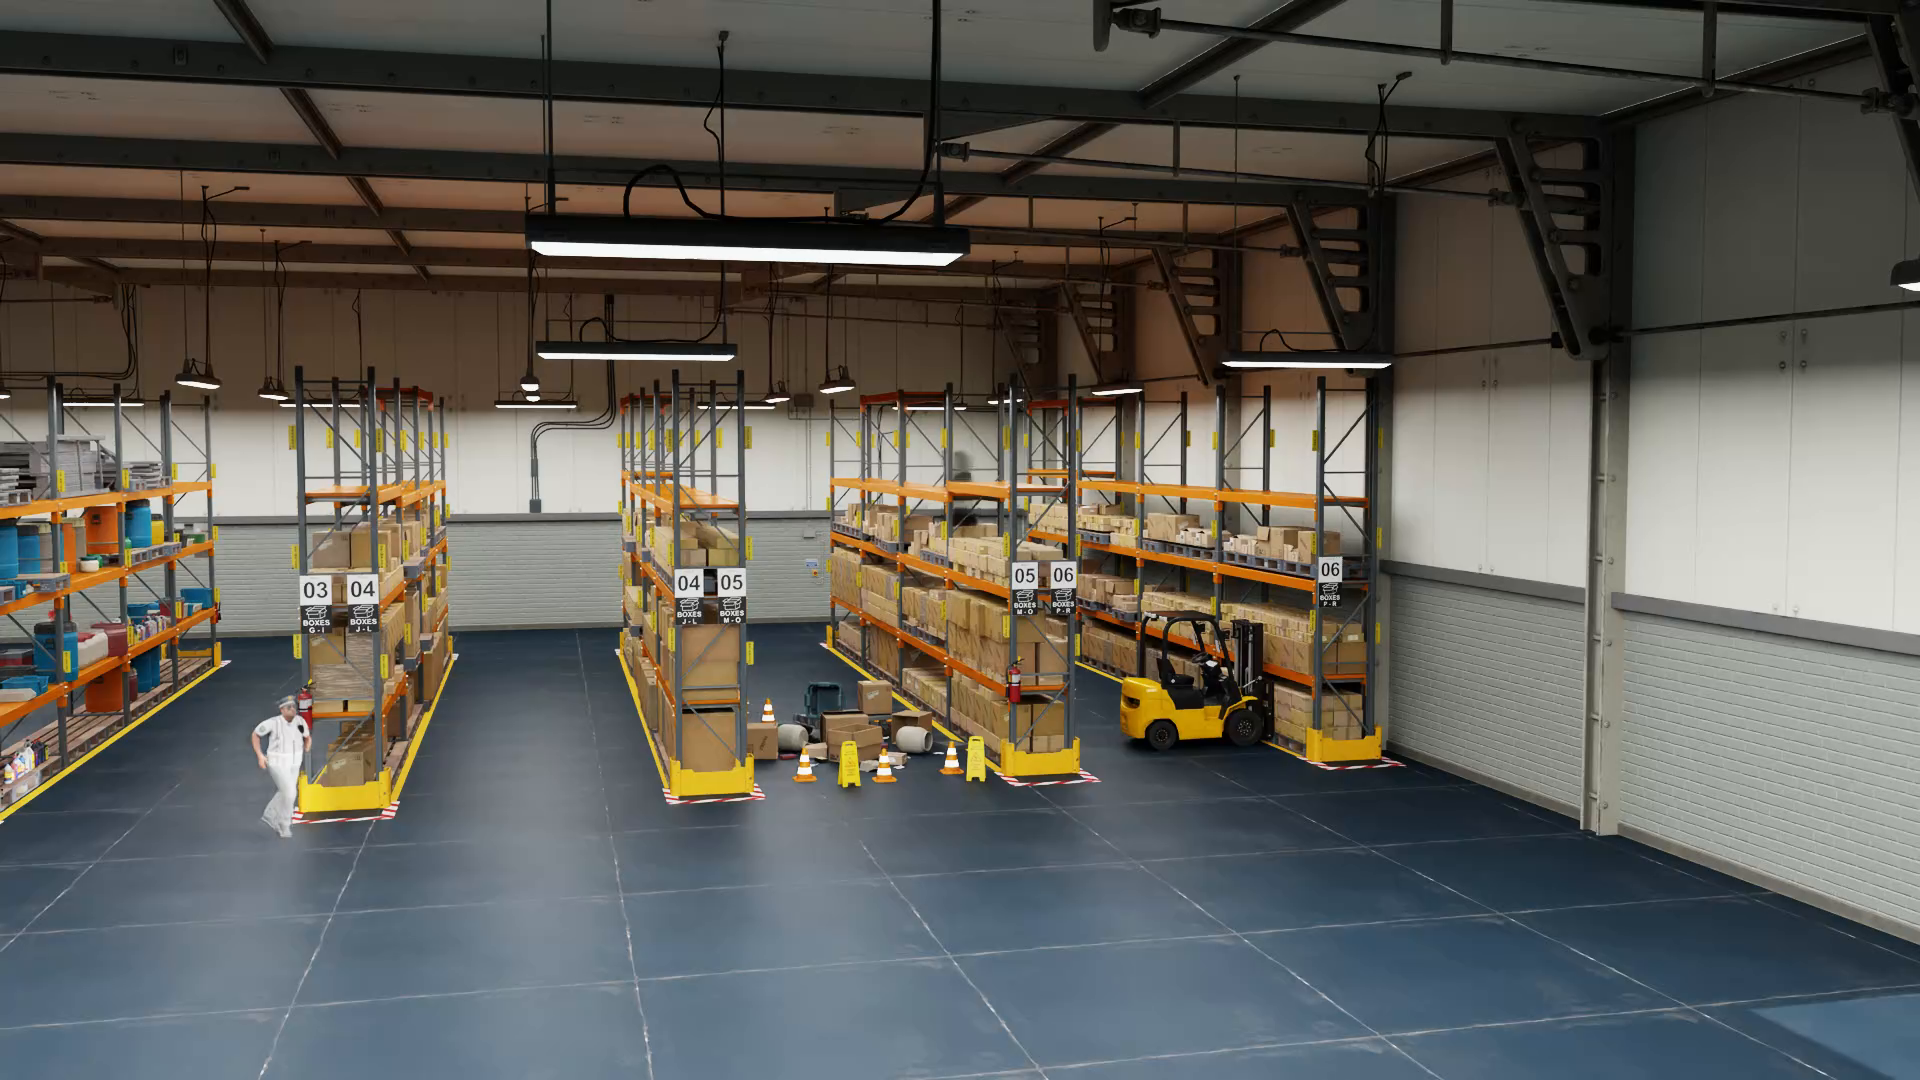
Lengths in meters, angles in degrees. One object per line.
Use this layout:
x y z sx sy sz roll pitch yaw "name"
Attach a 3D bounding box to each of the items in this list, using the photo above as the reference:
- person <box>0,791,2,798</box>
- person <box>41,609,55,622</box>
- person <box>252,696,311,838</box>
-11.259 3.027 18.855 0.709 1.734 0.703 1 4 17 "person"
-17.923 2.205 33.136 0.706 1.732 1.055 -1 3 -10 "person"
-8.601 2.891 21.150 0.796 1.869 0.688 2 4 31 "person"
